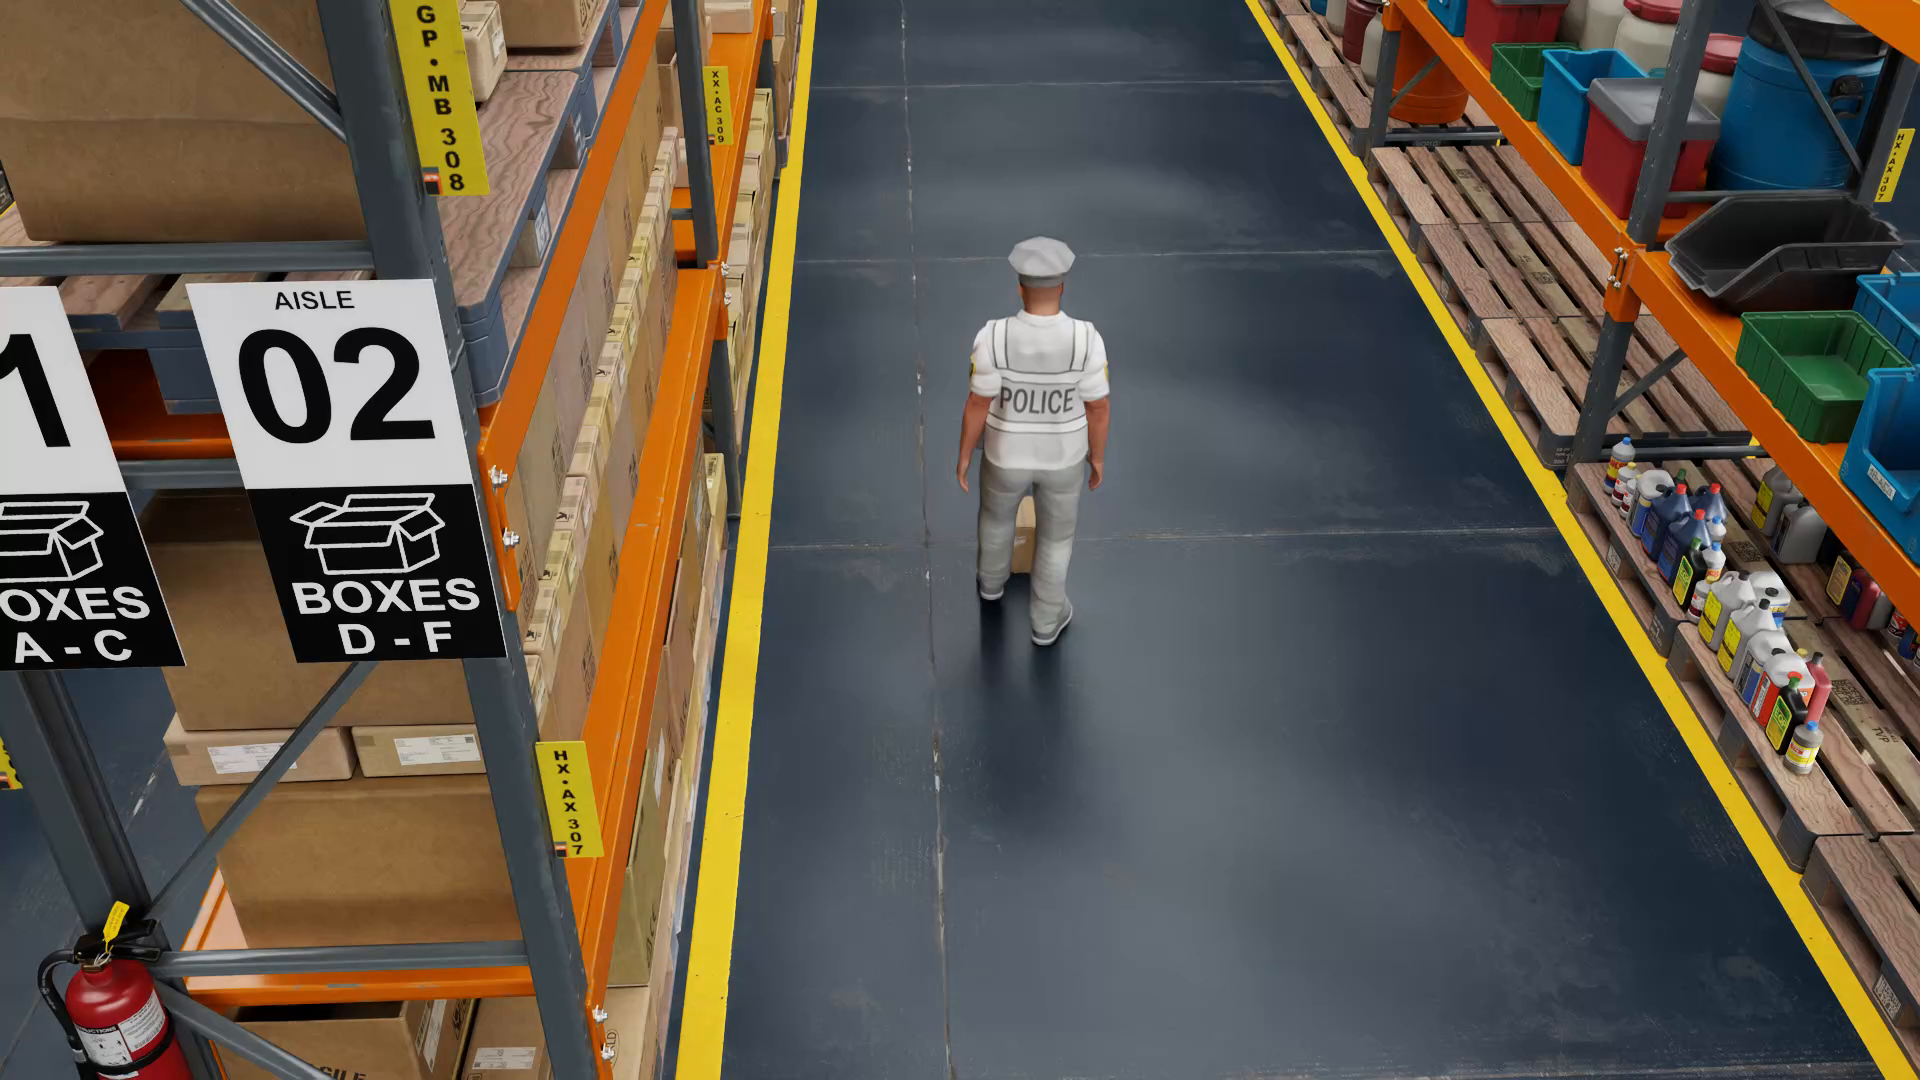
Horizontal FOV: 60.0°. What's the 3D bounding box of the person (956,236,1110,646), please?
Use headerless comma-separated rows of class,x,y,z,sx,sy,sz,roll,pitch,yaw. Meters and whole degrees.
person,0.292,-0.432,6.736,0.599,1.747,0.643,2,35,2
